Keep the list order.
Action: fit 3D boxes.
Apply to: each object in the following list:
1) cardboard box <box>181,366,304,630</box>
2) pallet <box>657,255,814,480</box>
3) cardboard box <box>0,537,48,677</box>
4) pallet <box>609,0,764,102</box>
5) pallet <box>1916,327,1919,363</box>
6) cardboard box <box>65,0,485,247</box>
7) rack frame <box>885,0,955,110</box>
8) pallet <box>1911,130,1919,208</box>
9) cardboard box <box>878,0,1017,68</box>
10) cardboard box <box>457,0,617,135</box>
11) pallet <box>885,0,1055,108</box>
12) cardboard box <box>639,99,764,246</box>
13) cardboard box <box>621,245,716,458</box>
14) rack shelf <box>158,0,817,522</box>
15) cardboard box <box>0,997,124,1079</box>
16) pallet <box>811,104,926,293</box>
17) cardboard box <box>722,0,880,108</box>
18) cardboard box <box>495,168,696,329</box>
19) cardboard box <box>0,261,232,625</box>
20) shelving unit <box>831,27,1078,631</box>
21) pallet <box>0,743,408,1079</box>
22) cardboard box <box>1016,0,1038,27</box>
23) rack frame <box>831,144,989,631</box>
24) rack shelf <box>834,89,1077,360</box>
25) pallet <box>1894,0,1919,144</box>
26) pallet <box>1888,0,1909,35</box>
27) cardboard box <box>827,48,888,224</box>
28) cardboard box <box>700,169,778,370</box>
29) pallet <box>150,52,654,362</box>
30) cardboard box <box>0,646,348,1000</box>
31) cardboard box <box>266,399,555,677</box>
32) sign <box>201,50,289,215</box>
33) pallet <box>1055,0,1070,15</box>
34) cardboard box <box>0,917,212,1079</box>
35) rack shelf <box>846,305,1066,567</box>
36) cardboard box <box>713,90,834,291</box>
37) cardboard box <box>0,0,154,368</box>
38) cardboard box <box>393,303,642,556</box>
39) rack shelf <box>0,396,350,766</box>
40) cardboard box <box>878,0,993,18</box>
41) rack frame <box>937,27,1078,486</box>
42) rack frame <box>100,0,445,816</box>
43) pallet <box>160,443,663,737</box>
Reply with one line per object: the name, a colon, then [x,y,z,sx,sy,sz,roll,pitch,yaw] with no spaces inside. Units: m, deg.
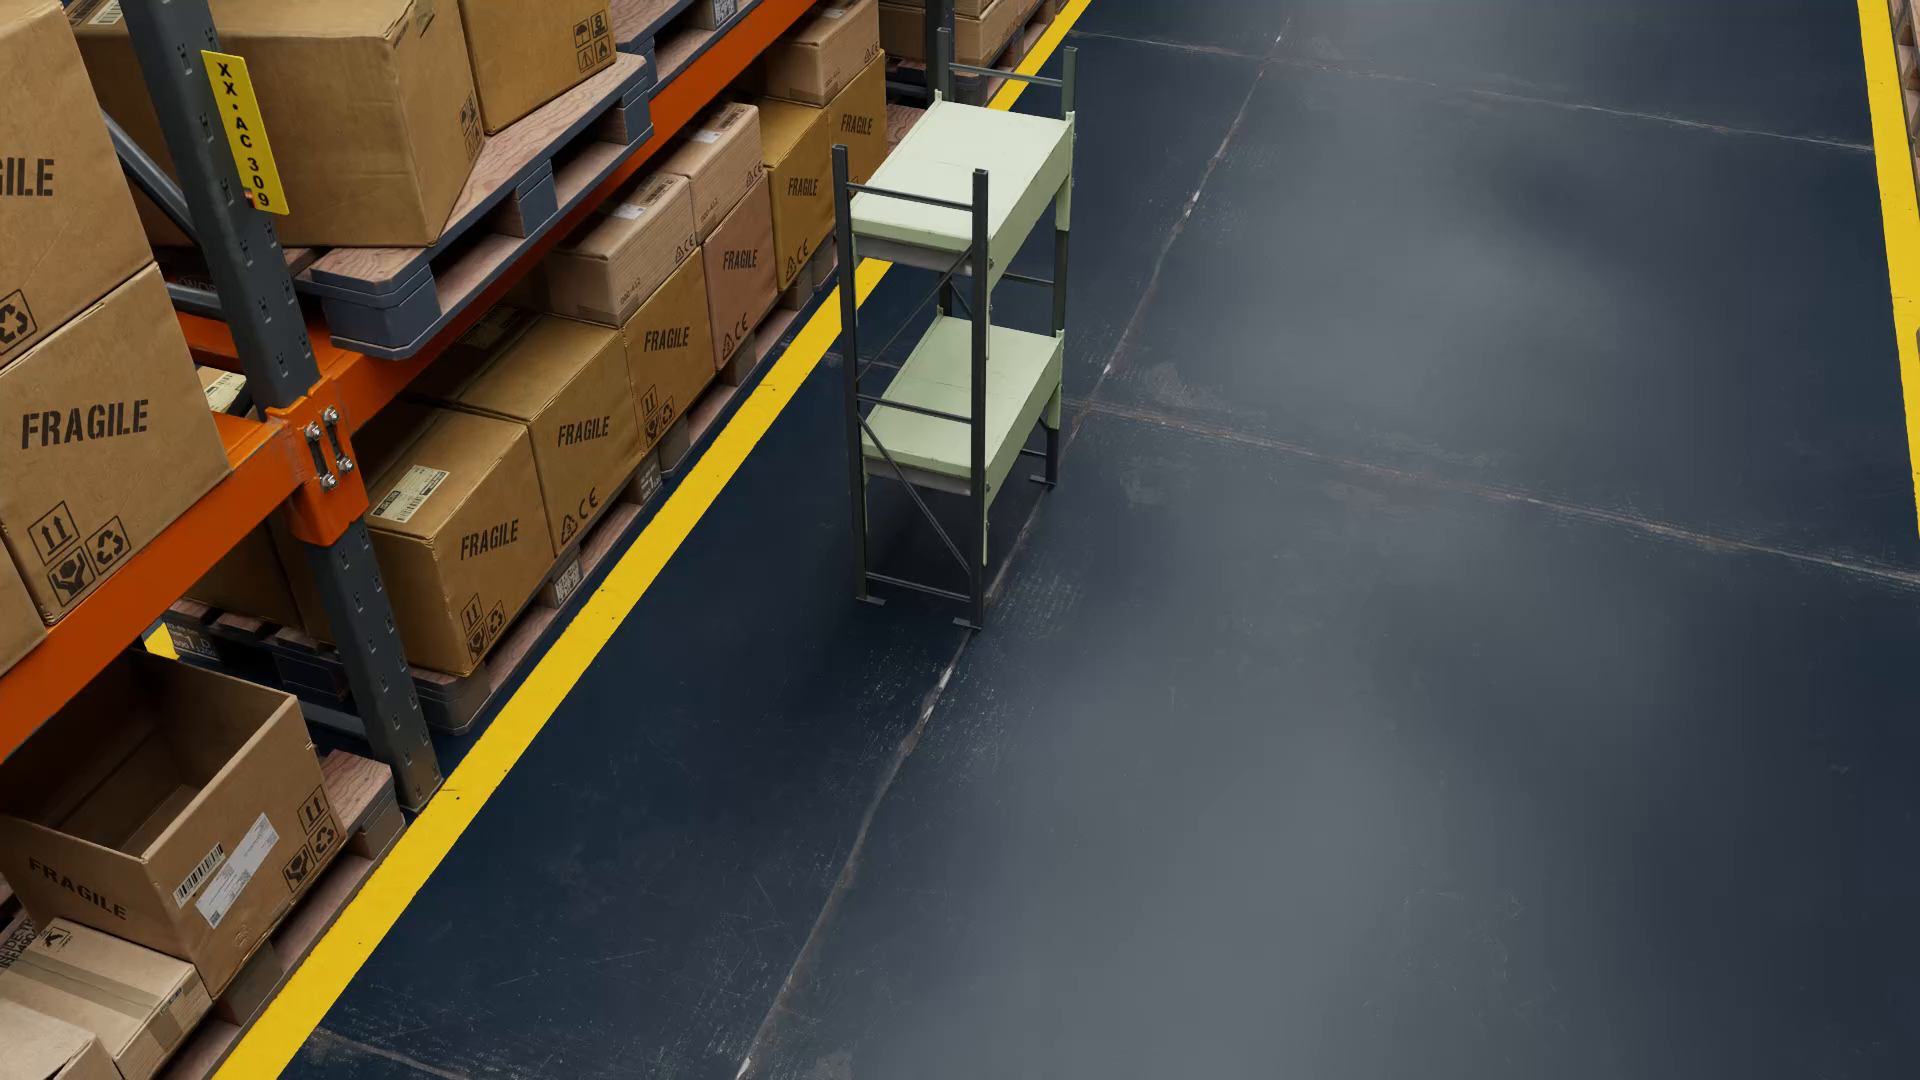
cardboard box: [-1.980,-0.142,4.692,0.500,0.500,0.500,13,42,15]
pallet: [-1.222,-0.751,5.968,1.003,0.211,1.213,13,42,15]
cardboard box: [-1.985,0.078,2.771,0.500,0.500,0.500,14,43,16]
pallet: [-1.173,-1.741,5.127,1.003,0.211,1.213,13,42,15]
pallet: [3.804,-0.379,5.531,1.003,0.211,1.213,13,42,15]
cardboard box: [-1.508,-0.998,3.708,0.700,0.500,0.500,0,40,0]
rack frame: [-0.512,-3.001,6.456,1.000,3.000,0.127,13,42,15]
pallet: [4.413,-1.319,6.633,1.003,0.211,1.213,13,42,15]
cardboard box: [-0.057,-2.369,7.510,0.500,0.250,0.500,13,42,15]
cardboard box: [-1.332,-1.432,4.216,0.700,0.500,0.500,20,44,22]
pallet: [-0.194,-2.433,7.939,1.003,0.211,1.213,13,42,15]
cardboard box: [-0.972,-1.220,5.378,0.500,0.250,0.500,13,42,14]
cardboard box: [-1.135,-0.649,5.287,0.500,0.500,0.500,14,42,16]
rack shelf: [-1.196,-1.507,5.260,1.077,0.370,4.000,13,42,15]
cardboard box: [-2.064,1.162,3.309,0.500,0.311,0.500,13,42,15]
pallet: [-0.803,-1.493,6.837,1.003,0.211,1.213,13,42,15]
cardboard box: [-0.626,-1.845,6.110,0.500,0.250,0.500,15,43,17]
cardboard box: [-1.143,-0.914,5.019,0.500,0.250,0.500,13,42,15]
cardboard box: [-1.810,-0.237,3.140,0.500,0.500,0.500,14,42,16]
shelving unit: [0.002,-0.575,4.768,0.431,1.500,0.755,13,42,15]
pallet: [-2.115,0.919,4.011,1.003,0.211,1.213,13,42,15]
cardboard box: [0.114,-2.675,7.870,0.500,0.250,0.500,12,42,14]
rack frame: [-0.123,-0.351,4.506,0.400,1.500,0.023,13,42,15]
rack shelf: [0.002,-0.872,4.515,0.431,0.370,0.720,13,42,15]
pallet: [4.832,-2.061,7.503,1.003,0.211,1.213,13,42,15]
pallet: [5.247,-2.807,8.378,1.003,0.211,1.213,13,42,15]
cardboard box: [-0.611,-1.595,6.395,0.500,0.500,0.500,15,43,17]
cardboard box: [-0.962,-0.958,5.648,0.500,0.500,0.500,12,42,13]
pallet: [-1.504,-0.951,4.202,1.003,0.211,1.213,13,42,15]
cardboard box: [-1.808,0.633,3.784,0.500,0.500,0.500,13,42,15]
cardboard box: [-1.485,-0.018,4.547,0.500,0.500,0.500,11,42,13]
sign: [-1.367,-0.775,3.180,0.100,0.325,0.005,13,42,15]
pallet: [0.225,-3.175,8.809,1.003,0.211,1.213,13,42,15]
cardboard box: [-1.880,1.009,3.614,0.380,0.149,0.250,13,42,15]
rack shelf: [0.002,-0.327,4.980,0.431,0.370,0.720,13,42,15]
cardboard box: [-0.788,-1.279,6.025,0.500,0.500,0.500,12,42,14]
cardboard box: [-1.809,-0.614,2.811,0.500,0.500,0.500,14,42,15]
cardboard box: [-1.313,-0.346,4.932,0.500,0.500,0.500,14,42,16]
rack shelf: [-2.564,0.932,2.400,1.077,0.370,4.000,13,42,15]
cardboard box: [-0.057,-2.582,7.328,0.500,0.311,0.500,15,43,17]
rack frame: [0.127,-0.798,5.030,0.400,1.500,0.023,13,42,15]
rack frame: [-1.880,-0.561,3.596,1.000,3.000,0.127,13,42,15]
pallet: [-1.637,-0.005,5.093,1.003,0.211,1.213,13,42,15]
